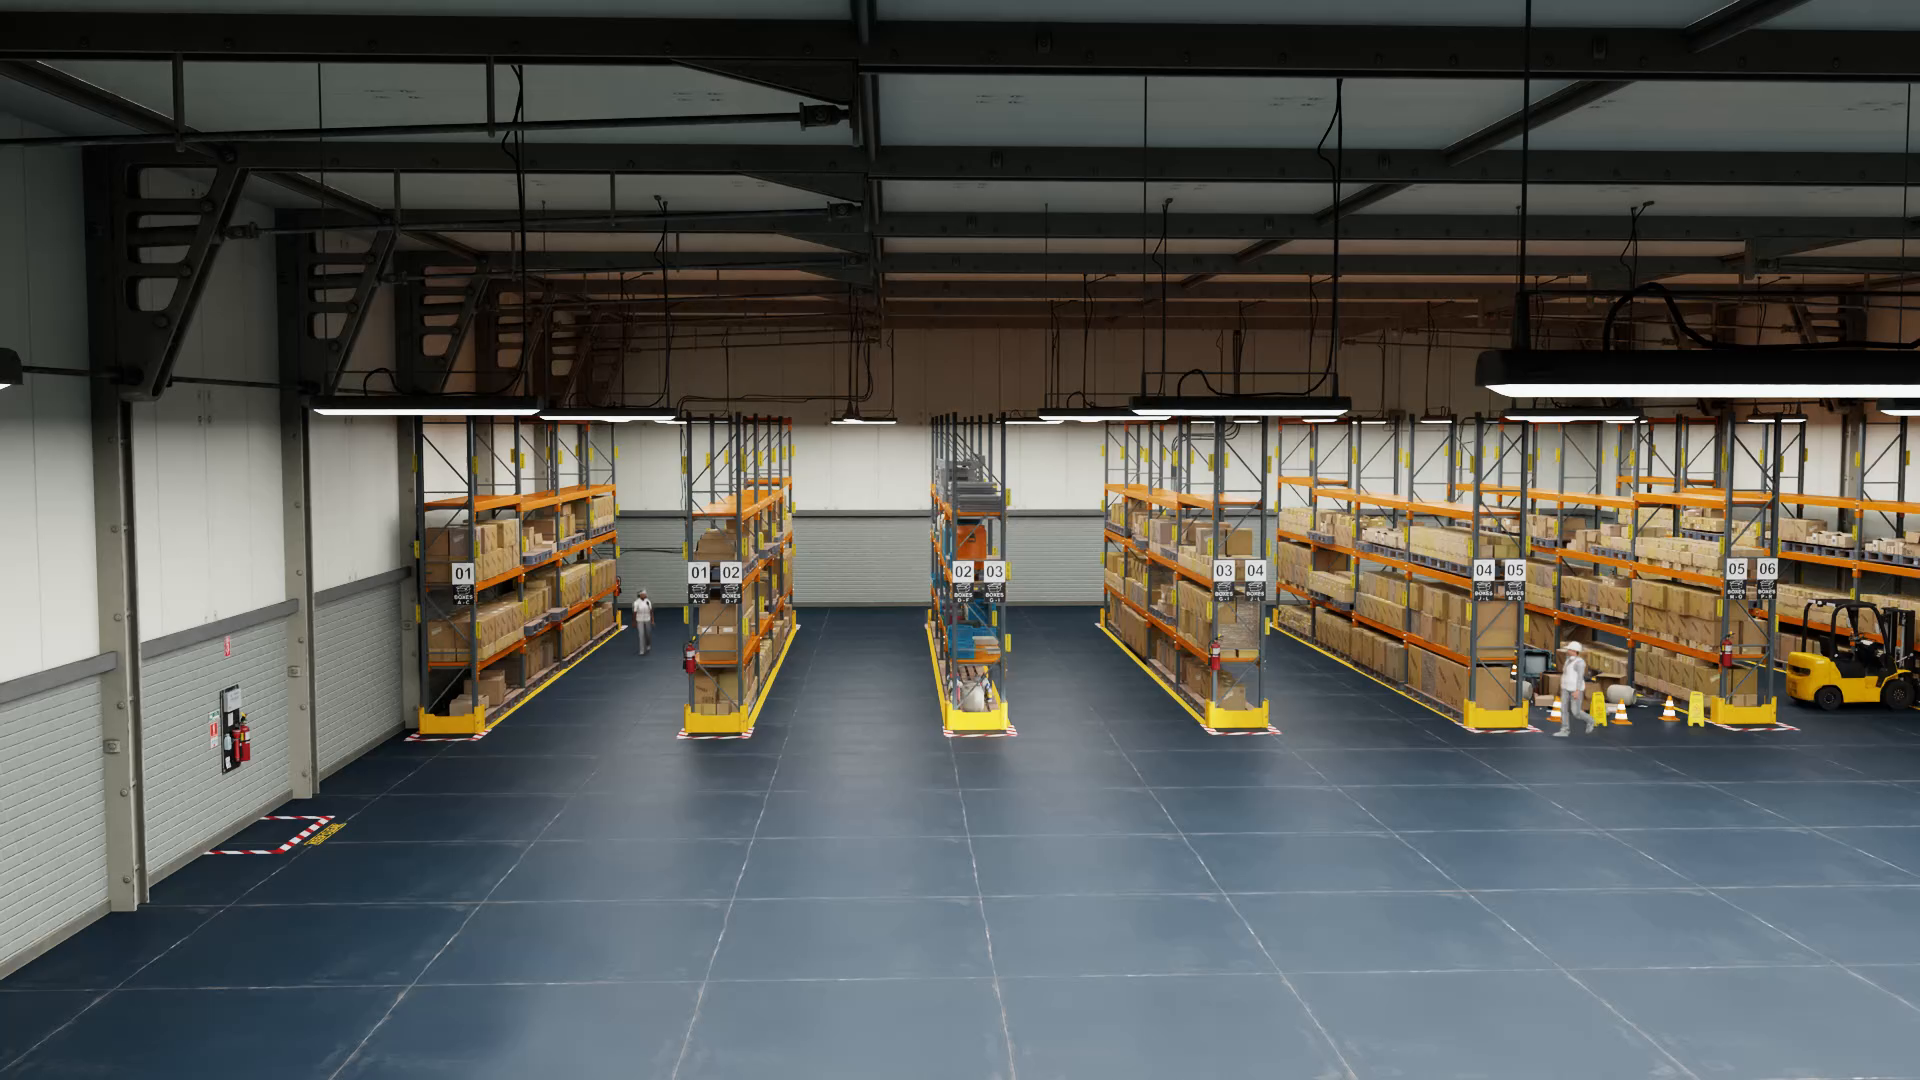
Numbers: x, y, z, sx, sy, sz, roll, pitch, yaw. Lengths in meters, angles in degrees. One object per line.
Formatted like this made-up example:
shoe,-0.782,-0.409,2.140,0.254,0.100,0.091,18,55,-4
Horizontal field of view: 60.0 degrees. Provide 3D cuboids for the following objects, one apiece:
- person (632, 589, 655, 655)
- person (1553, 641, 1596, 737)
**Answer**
person,-7.985,2.037,41.919,0.556,1.637,0.920,-1,4,-11
person,11.324,2.749,30.628,0.743,1.766,0.511,-2,4,-23
